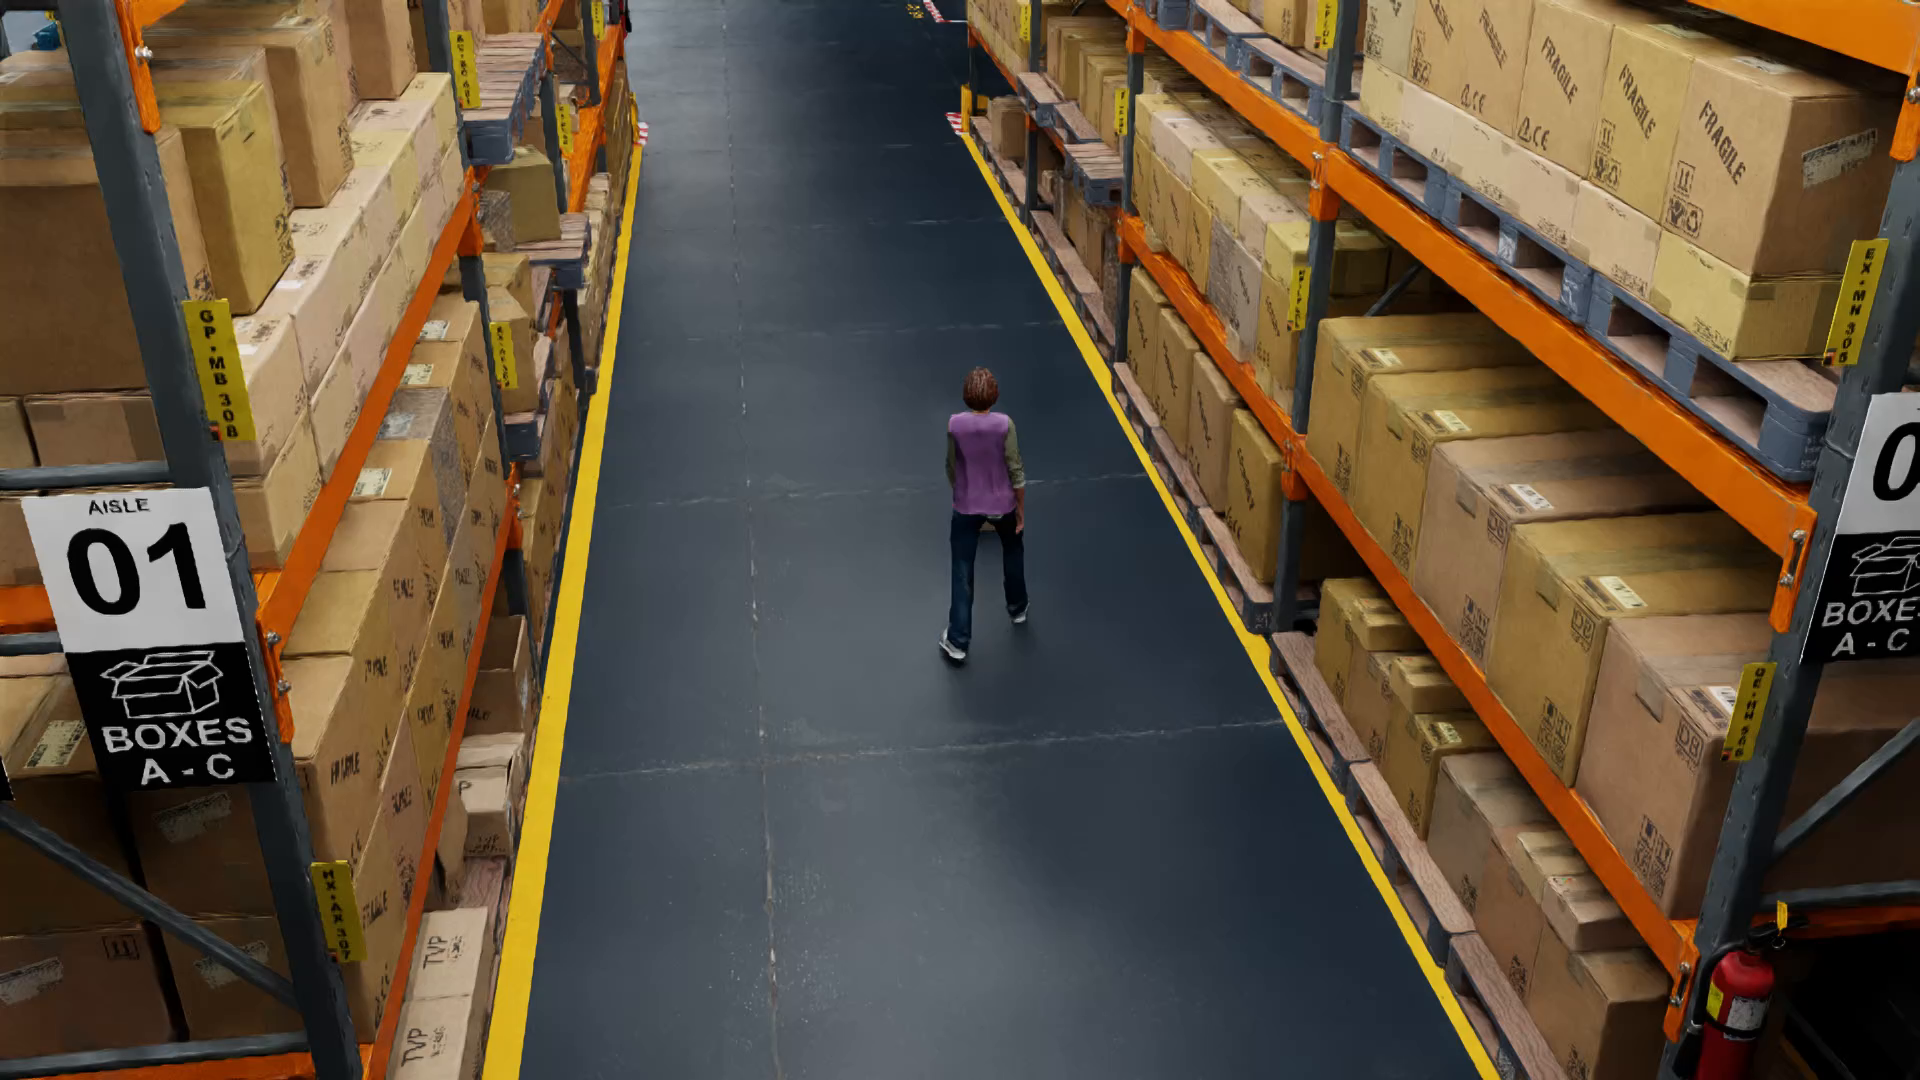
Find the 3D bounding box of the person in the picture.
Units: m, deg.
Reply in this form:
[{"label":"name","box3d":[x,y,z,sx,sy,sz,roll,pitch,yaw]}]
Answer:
[{"label":"person","box3d":[0.142,-0.176,8.985,0.500,1.545,0.733,1,28,2]}]
